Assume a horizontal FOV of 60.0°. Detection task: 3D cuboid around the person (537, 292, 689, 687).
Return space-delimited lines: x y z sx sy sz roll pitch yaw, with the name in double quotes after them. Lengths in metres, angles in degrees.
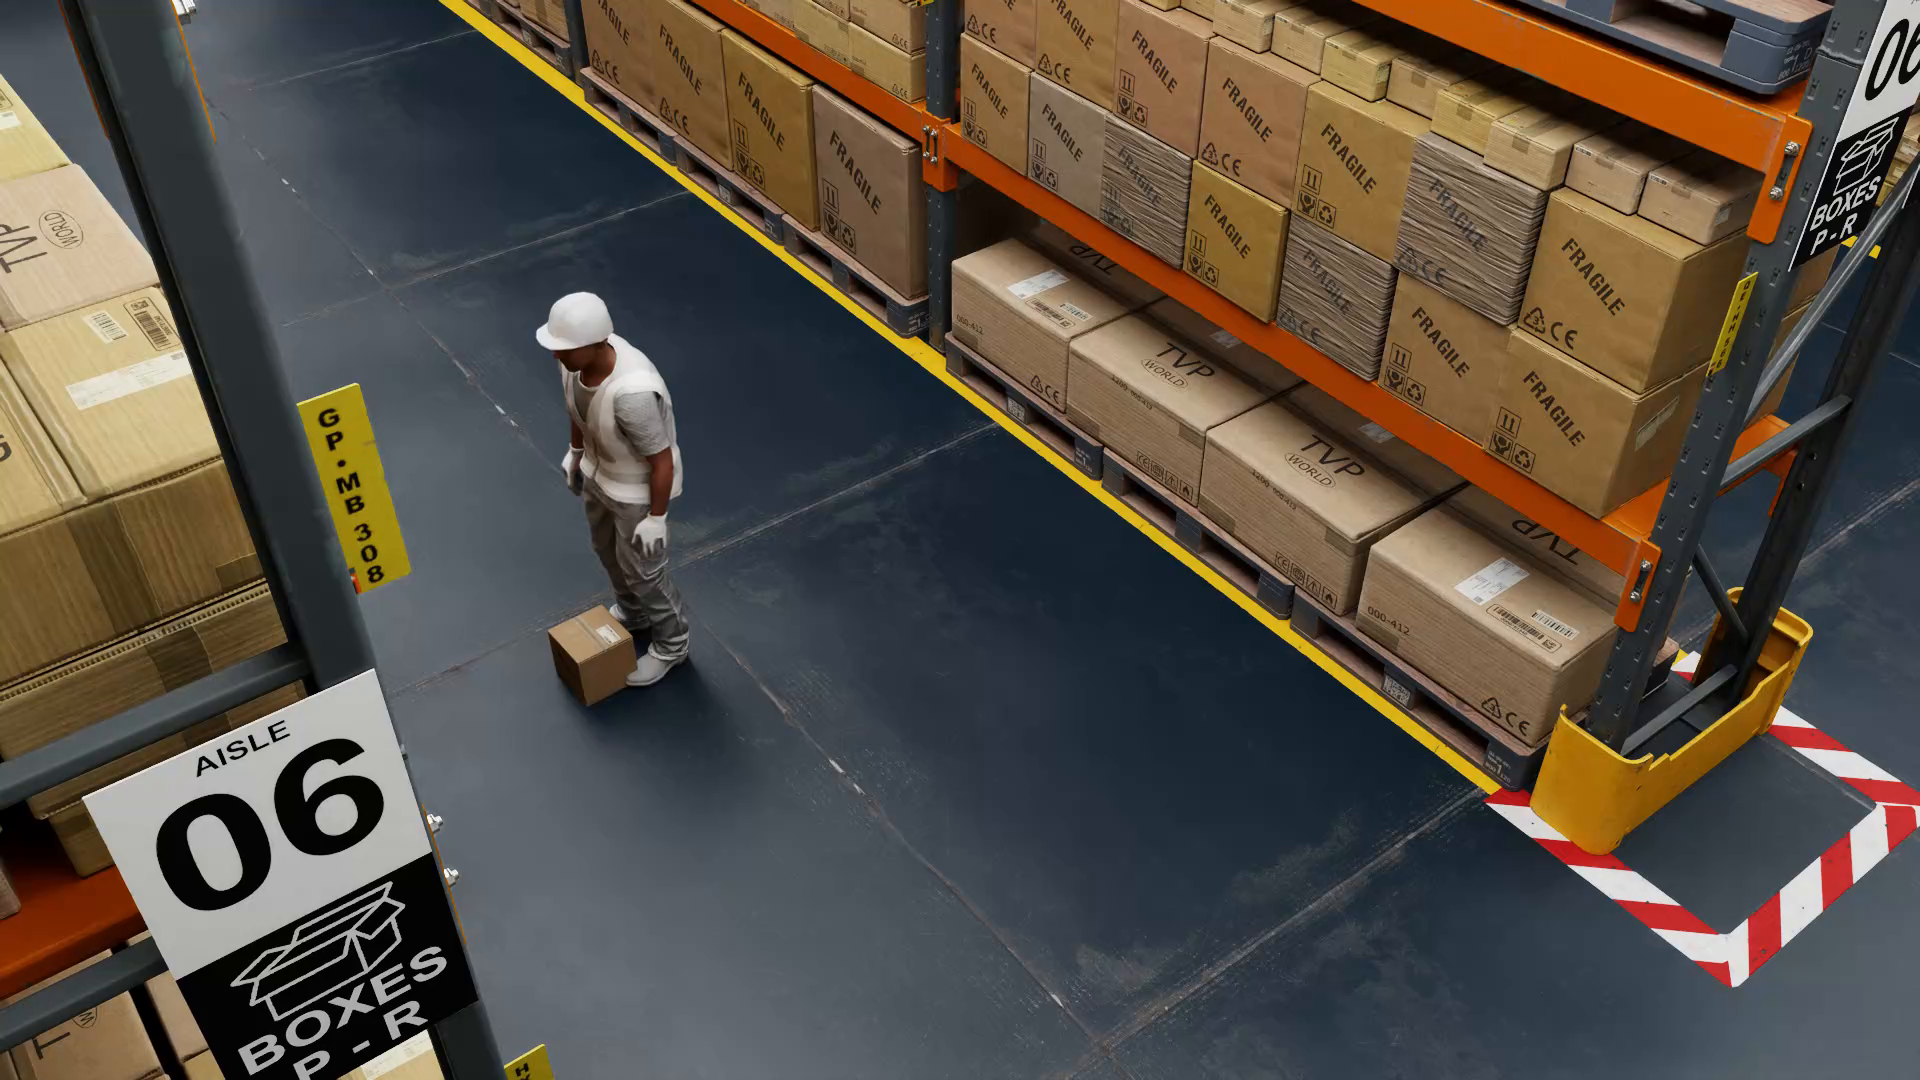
-1.305 -0.203 6.389 0.443 1.776 0.630 -29 48 -30 "person"
